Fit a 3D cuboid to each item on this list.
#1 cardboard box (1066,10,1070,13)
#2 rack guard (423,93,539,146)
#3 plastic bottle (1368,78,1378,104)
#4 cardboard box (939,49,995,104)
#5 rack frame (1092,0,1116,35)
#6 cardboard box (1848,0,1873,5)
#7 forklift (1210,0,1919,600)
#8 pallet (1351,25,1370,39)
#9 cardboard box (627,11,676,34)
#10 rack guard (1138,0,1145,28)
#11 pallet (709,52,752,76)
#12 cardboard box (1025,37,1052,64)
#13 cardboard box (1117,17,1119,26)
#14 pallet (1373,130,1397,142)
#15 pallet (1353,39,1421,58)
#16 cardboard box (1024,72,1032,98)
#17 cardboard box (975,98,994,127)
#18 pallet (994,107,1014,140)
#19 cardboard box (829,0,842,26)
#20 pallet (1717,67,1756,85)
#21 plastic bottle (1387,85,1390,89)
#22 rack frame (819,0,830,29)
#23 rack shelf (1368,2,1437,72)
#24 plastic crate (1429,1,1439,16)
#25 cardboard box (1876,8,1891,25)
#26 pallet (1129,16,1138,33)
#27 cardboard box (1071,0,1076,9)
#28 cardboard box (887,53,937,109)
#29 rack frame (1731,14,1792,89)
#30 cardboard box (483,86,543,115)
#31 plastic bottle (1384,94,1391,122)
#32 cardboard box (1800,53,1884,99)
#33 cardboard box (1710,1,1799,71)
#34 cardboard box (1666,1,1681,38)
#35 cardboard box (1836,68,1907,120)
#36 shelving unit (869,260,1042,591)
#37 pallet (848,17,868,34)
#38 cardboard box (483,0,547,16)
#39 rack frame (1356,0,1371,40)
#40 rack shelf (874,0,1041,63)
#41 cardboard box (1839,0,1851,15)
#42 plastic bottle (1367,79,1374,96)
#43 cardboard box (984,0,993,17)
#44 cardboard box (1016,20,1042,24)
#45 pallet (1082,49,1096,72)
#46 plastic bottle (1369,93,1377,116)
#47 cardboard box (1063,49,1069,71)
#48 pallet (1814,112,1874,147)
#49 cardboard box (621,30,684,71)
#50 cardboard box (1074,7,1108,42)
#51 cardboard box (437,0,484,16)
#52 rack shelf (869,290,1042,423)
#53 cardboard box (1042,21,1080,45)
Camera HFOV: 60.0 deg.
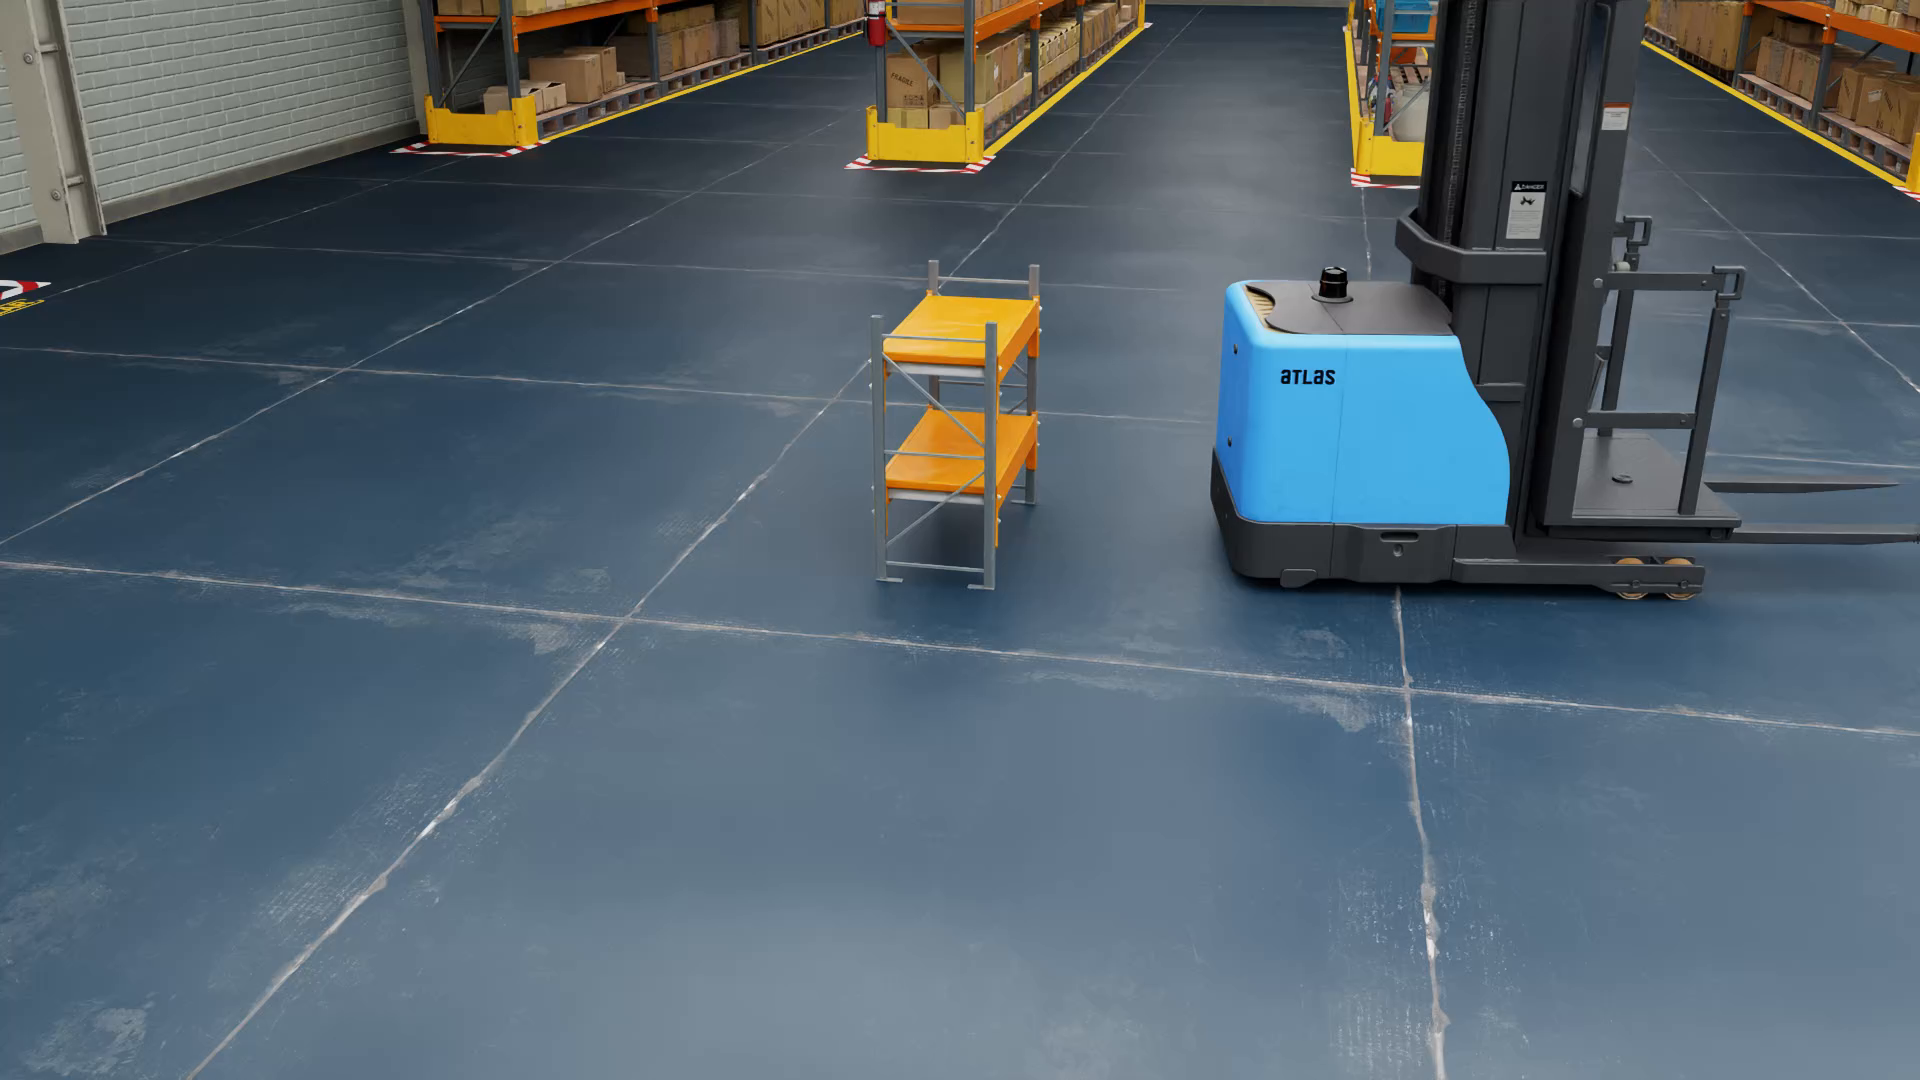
[{"bbox_3d":[1.449,-8.031,26.035,0.500,0.500,0.500,4,22,9],"label":"cardboard box"},{"bbox_3d":[-5.186,-4.563,18.015,1.175,0.500,0.348,4,22,11],"label":"rack guard"},{"bbox_3d":[4.704,-5.045,18.823,0.144,0.351,0.185,4,22,9],"label":"plastic bottle"},{"bbox_3d":[0.076,-4.948,17.739,0.500,0.500,0.500,4,22,11],"label":"cardboard box"},{"bbox_3d":[2.097,-9.707,27.441,1.000,3.000,0.127,4,22,11],"label":"rack frame"},{"bbox_3d":[9.873,-5.869,17.380,0.875,0.500,0.500,4,22,11],"label":"cardboard box"},{"bbox_3d":[2.653,-1.318,6.702,3.031,2.935,1.130,1,22,2],"label":"forklift"},{"bbox_3d":[7.304,-8.754,28.808,1.003,0.211,1.213,4,22,11],"label":"pallet"},{"bbox_3d":[-4.165,-6.982,22.428,0.500,0.250,0.500,4,22,10],"label":"cardboard box"},{"bbox_3d":[2.898,-9.983,31.472,1.175,0.500,0.348,4,22,11],"label":"rack guard"},{"bbox_3d":[-3.730,-7.041,24.555,1.003,0.211,1.213,4,22,11],"label":"pallet"},{"bbox_3d":[0.900,-6.276,21.289,0.500,0.311,0.500,4,22,10],"label":"cardboard box"},{"bbox_3d":[2.561,-9.051,29.016,0.380,0.166,0.250,4,22,11],"label":"cardboard box"},{"bbox_3d":[4.637,-3.974,16.939,1.003,0.211,1.213,4,22,11],"label":"pallet"},{"bbox_3d":[6.747,-7.756,26.328,1.003,0.211,1.213,4,22,11],"label":"pallet"},{"bbox_3d":[0.584,-5.515,20.149,0.500,0.250,0.500,4,22,11],"label":"cardboard box"},{"bbox_3d":[0.074,-4.600,17.879,0.500,0.250,0.500,4,22,11],"label":"cardboard box"},{"bbox_3d":[0.015,-4.753,18.872,1.003,0.211,1.213,4,22,11],"label":"pallet"},{"bbox_3d":[-2.500,-9.384,29.424,0.700,0.500,0.500,5,22,12],"label":"cardboard box"},{"bbox_3d":[11.213,-6.477,23.153,1.003,0.211,1.213,4,22,11],"label":"pallet"},{"bbox_3d":[4.831,-5.015,18.854,0.097,0.271,0.097,0,22,0],"label":"plastic bottle"},{"bbox_3d":[-2.753,-10.083,28.376,1.000,3.000,0.127,4,22,11],"label":"rack frame"},{"bbox_3d":[4.905,-5.337,17.554,1.077,0.370,4.000,4,22,11],"label":"rack shelf"},{"bbox_3d":[5.230,-5.667,17.762,0.530,0.136,0.437,4,22,11],"label":"plastic crate"},{"bbox_3d":[9.530,-5.303,16.842,0.380,0.149,0.250,4,22,11],"label":"cardboard box"},{"bbox_3d":[2.736,-9.557,30.801,1.003,0.211,1.213,4,22,11],"label":"pallet"},{"bbox_3d":[1.556,-8.576,26.385,0.500,0.250,0.500,5,22,11],"label":"cardboard box"},{"bbox_3d":[-0.533,-4.805,17.383,0.500,0.500,0.500,4,22,11],"label":"cardboard box"},{"bbox_3d":[10.978,-7.488,21.931,1.000,3.000,0.127,4,22,11],"label":"rack frame"},{"bbox_3d":[-4.972,-4.898,18.510,0.500,0.311,0.500,2,22,5],"label":"cardboard box"},{"bbox_3d":[4.625,-4.671,17.983,0.061,0.283,0.133,4,22,11],"label":"plastic bottle"},{"bbox_3d":[10.424,-5.465,19.666,0.700,0.500,0.500,4,22,11],"label":"cardboard box"},{"bbox_3d":[11.139,-6.948,22.872,1.225,0.875,0.875,3,22,8],"label":"cardboard box"},{"bbox_3d":[12.191,-8.724,27.283,0.875,0.875,0.875,4,22,11],"label":"cardboard box"},{"bbox_3d":[10.041,-4.917,18.331,0.500,0.500,0.500,4,22,9],"label":"cardboard box"},{"bbox_3d":[0.001,-0.524,7.150,0.538,1.125,1.048,4,22,11],"label":"shelving unit"},{"bbox_3d":[-2.275,-9.510,30.683,1.003,0.211,1.213,4,22,11],"label":"pallet"},{"bbox_3d":[-4.791,-5.789,17.886,0.500,0.250,0.500,4,22,9],"label":"cardboard box"},{"bbox_3d":[6.946,-9.328,26.500,1.000,3.000,0.127,4,22,11],"label":"rack frame"},{"bbox_3d":[0.057,-5.716,18.495,1.077,0.370,4.000,4,22,11],"label":"rack shelf"},{"bbox_3d":[9.760,-5.762,17.982,0.380,0.149,0.250,4,22,11],"label":"cardboard box"},{"bbox_3d":[4.819,-5.258,19.457,0.097,0.271,0.097,0,22,0],"label":"plastic bottle"},{"bbox_3d":[-0.034,-5.908,17.875,0.700,0.500,0.500,5,22,11],"label":"cardboard box"},{"bbox_3d":[0.887,-7.255,23.719,0.500,0.311,0.500,5,23,13],"label":"cardboard box"},{"bbox_3d":[1.470,-7.221,25.001,1.003,0.211,1.213,4,22,11],"label":"pallet"},{"bbox_3d":[4.549,-4.726,18.130,0.152,0.276,0.135,4,22,9],"label":"plastic bottle"},{"bbox_3d":[1.205,-6.580,22.795,0.500,0.250,0.500,5,22,12],"label":"cardboard box"},{"bbox_3d":[10.059,-4.483,18.203,1.003,0.211,1.213,4,22,11],"label":"pallet"},{"bbox_3d":[-4.195,-6.666,22.646,0.700,0.500,0.500,4,22,10],"label":"cardboard box"},{"bbox_3d":[2.065,-8.186,26.421,0.500,0.500,0.500,5,22,12],"label":"cardboard box"},{"bbox_3d":[-5.296,-5.820,17.964,0.500,0.250,0.500,5,22,12],"label":"cardboard box"},{"bbox_3d":[0.001,-0.796,7.040,0.538,0.278,1.000,4,22,11],"label":"rack shelf"},{"bbox_3d":[1.415,-7.213,23.617,0.500,0.311,0.500,5,22,12],"label":"cardboard box"}]
